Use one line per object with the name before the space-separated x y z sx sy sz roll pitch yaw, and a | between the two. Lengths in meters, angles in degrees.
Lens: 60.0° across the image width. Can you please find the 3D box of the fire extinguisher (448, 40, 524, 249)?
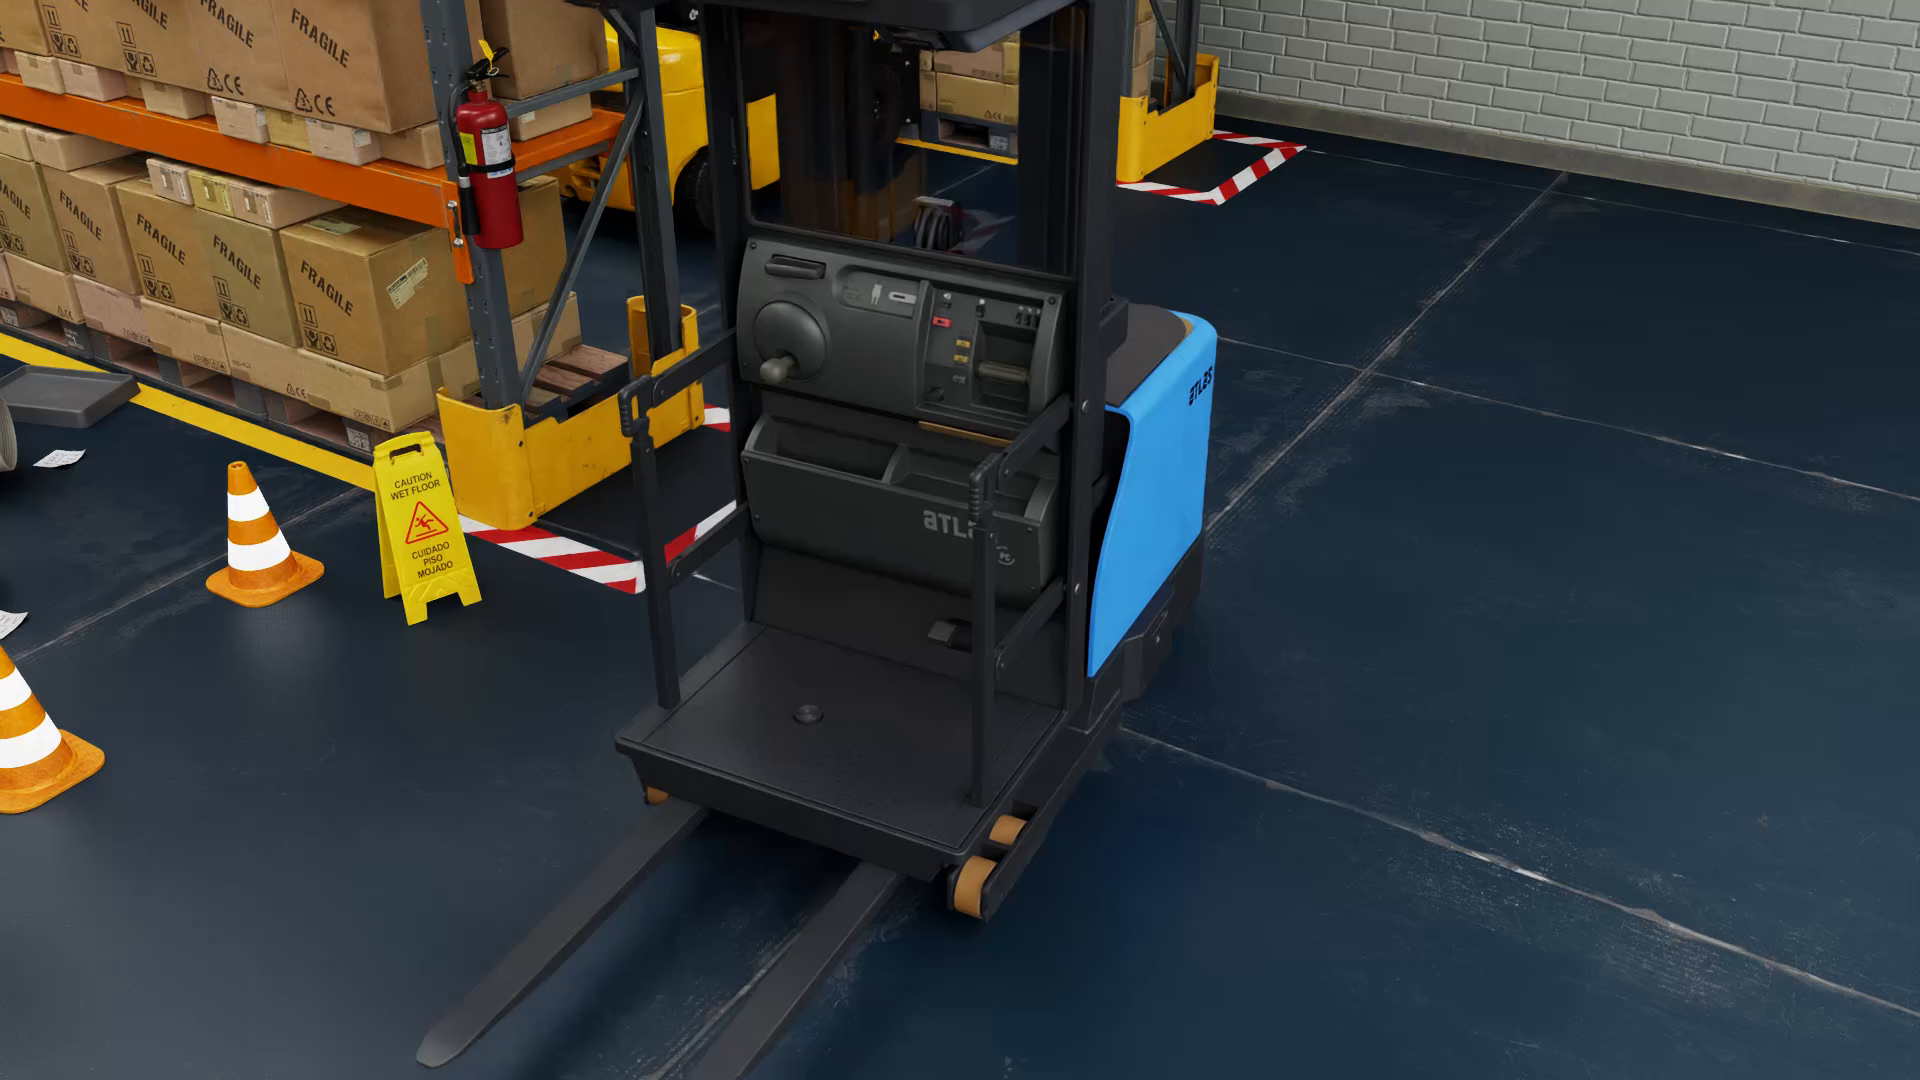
fire extinguisher | -1.607 -1.332 5.634 0.183 0.674 0.296 18 35 27

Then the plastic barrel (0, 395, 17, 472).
plastic barrel | -4.013 -0.387 6.494 0.512 0.421 0.421 -9 32 -15

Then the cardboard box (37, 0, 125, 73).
cardboard box | -3.328 -2.208 6.664 0.500 0.500 0.500 18 35 28

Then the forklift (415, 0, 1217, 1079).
forklift | -0.268 -0.499 4.196 1.130 2.935 3.031 14 33 23

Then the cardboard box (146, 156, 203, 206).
cardboard box | -3.057 -1.504 6.775 0.250 0.149 0.380 19 35 29

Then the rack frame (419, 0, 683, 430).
rack frame | -1.459 -1.593 6.004 0.127 3.000 1.000 18 35 27

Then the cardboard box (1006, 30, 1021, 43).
cardboard box | 0.621 -3.128 9.955 0.500 0.250 0.500 19 35 29

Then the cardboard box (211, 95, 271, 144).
cardboard box | -2.603 -1.648 6.347 0.250 0.149 0.380 18 35 28

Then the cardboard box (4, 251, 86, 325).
cardboard box | -4.033 -1.247 7.722 0.500 0.250 0.500 20 36 30

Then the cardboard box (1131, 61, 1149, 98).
cardboard box | 0.864 -2.921 10.593 0.500 0.250 0.500 18 35 28

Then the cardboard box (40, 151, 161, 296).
cardboard box | -3.593 -1.431 7.294 0.500 0.500 0.500 20 36 30

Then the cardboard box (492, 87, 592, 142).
cardboard box | -1.637 -1.664 6.375 0.250 0.149 0.380 18 35 28

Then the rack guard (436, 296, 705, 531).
rack guard | -1.524 -0.534 6.669 0.348 0.500 1.175 18 35 27

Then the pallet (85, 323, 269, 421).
pallet | -3.222 -0.969 7.701 1.213 0.211 1.003 18 35 27

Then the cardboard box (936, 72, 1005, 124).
cardboard box | 0.194 -2.835 10.444 0.500 0.250 0.500 18 35 27

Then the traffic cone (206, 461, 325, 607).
traffic cone | -2.509 -0.062 5.897 0.334 0.463 0.336 18 35 27

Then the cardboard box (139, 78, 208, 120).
cardboard box | -3.010 -1.806 6.619 0.250 0.149 0.380 17 34 27

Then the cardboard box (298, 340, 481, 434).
cardboard box | -2.307 -0.695 6.776 0.500 0.250 0.500 17 34 27

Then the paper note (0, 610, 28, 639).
paper note | -3.318 0.286 5.730 0.142 0.019 0.148 6 31 10

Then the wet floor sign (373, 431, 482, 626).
wet floor sign | -1.867 -0.069 5.727 0.267 0.644 0.232 -21 36 -32

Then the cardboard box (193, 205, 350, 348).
cardboard box | -2.720 -1.152 6.816 0.500 0.500 0.500 19 35 29

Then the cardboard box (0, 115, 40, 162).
cardboard box | -3.981 -1.793 7.271 0.250 0.149 0.380 19 35 29

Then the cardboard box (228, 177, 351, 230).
cardboard box | -2.623 -1.364 6.535 0.250 0.149 0.380 19 35 29

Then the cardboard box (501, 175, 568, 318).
cardboard box | -2.016 -1.251 6.985 0.500 0.500 0.500 16 34 26

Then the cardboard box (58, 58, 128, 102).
cardboard box | -3.444 -1.933 6.835 0.250 0.149 0.380 17 34 27

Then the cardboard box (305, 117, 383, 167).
cardboard box | -2.163 -1.514 6.118 0.250 0.149 0.380 17 34 27

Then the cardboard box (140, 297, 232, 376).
cardboard box | -3.168 -0.968 7.245 0.500 0.250 0.500 16 34 26

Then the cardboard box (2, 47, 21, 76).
cardboard box | -3.835 -2.092 7.108 0.250 0.149 0.380 17 34 27

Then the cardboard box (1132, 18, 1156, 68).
cardboard box | 0.889 -3.137 10.466 0.500 0.250 0.500 18 35 28

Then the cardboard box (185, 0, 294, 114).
cardboard box | -2.487 -1.929 6.185 0.500 0.500 0.500 18 35 27

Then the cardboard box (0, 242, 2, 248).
cardboard box | -4.491 -1.709 7.770 0.500 0.500 0.500 19 35 30

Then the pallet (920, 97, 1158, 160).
pallet | 0.507 -2.695 10.660 1.213 0.211 1.003 18 35 27

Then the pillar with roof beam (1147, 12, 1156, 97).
pillar with roof beam | -1.223 -5.038 5.955 0.400 9.000 9.100 18 35 27

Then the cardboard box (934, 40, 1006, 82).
cardboard box | 0.179 -3.058 10.331 0.500 0.250 0.500 17 34 27

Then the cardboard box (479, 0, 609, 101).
cardboard box | -1.713 -2.010 6.324 0.500 0.500 0.500 17 34 27
